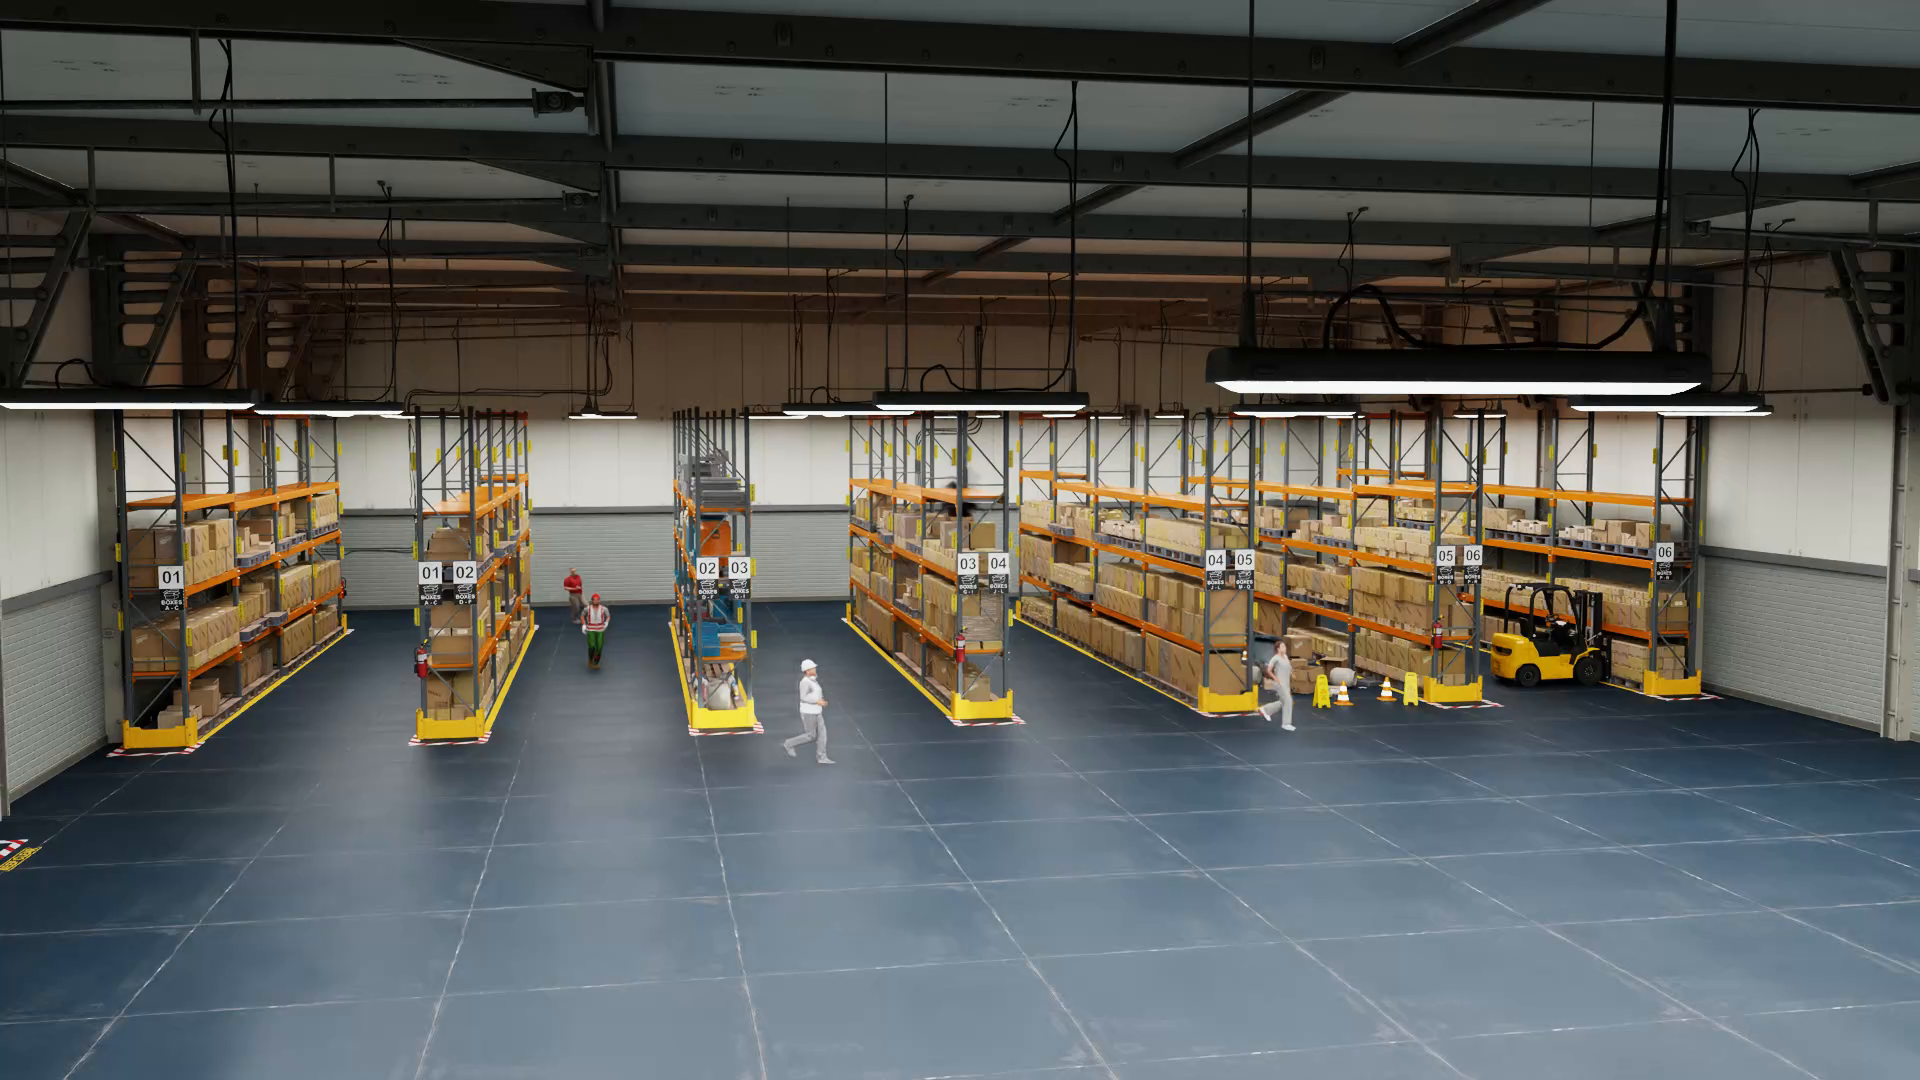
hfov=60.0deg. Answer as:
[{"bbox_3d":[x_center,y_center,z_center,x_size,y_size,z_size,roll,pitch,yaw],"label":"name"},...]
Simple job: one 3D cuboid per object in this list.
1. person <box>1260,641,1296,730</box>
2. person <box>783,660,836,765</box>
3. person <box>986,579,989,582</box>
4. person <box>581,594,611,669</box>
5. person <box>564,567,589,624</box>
[{"bbox_3d":[5.957,2.704,31.070,0.740,1.651,0.564,3,5,40],"label":"person"},{"bbox_3d":[-2.513,2.875,27.750,0.882,1.765,0.660,1,4,10],"label":"person"},{"bbox_3d":[0.884,1.404,49.486,0.781,1.617,0.733,-2,5,-26],"label":"person"},{"bbox_3d":[-8.388,2.112,38.381,0.663,1.748,0.576,-1,4,-19],"label":"person"},{"bbox_3d":[-10.761,1.596,46.586,0.739,1.699,0.821,4,5,42],"label":"person"}]
